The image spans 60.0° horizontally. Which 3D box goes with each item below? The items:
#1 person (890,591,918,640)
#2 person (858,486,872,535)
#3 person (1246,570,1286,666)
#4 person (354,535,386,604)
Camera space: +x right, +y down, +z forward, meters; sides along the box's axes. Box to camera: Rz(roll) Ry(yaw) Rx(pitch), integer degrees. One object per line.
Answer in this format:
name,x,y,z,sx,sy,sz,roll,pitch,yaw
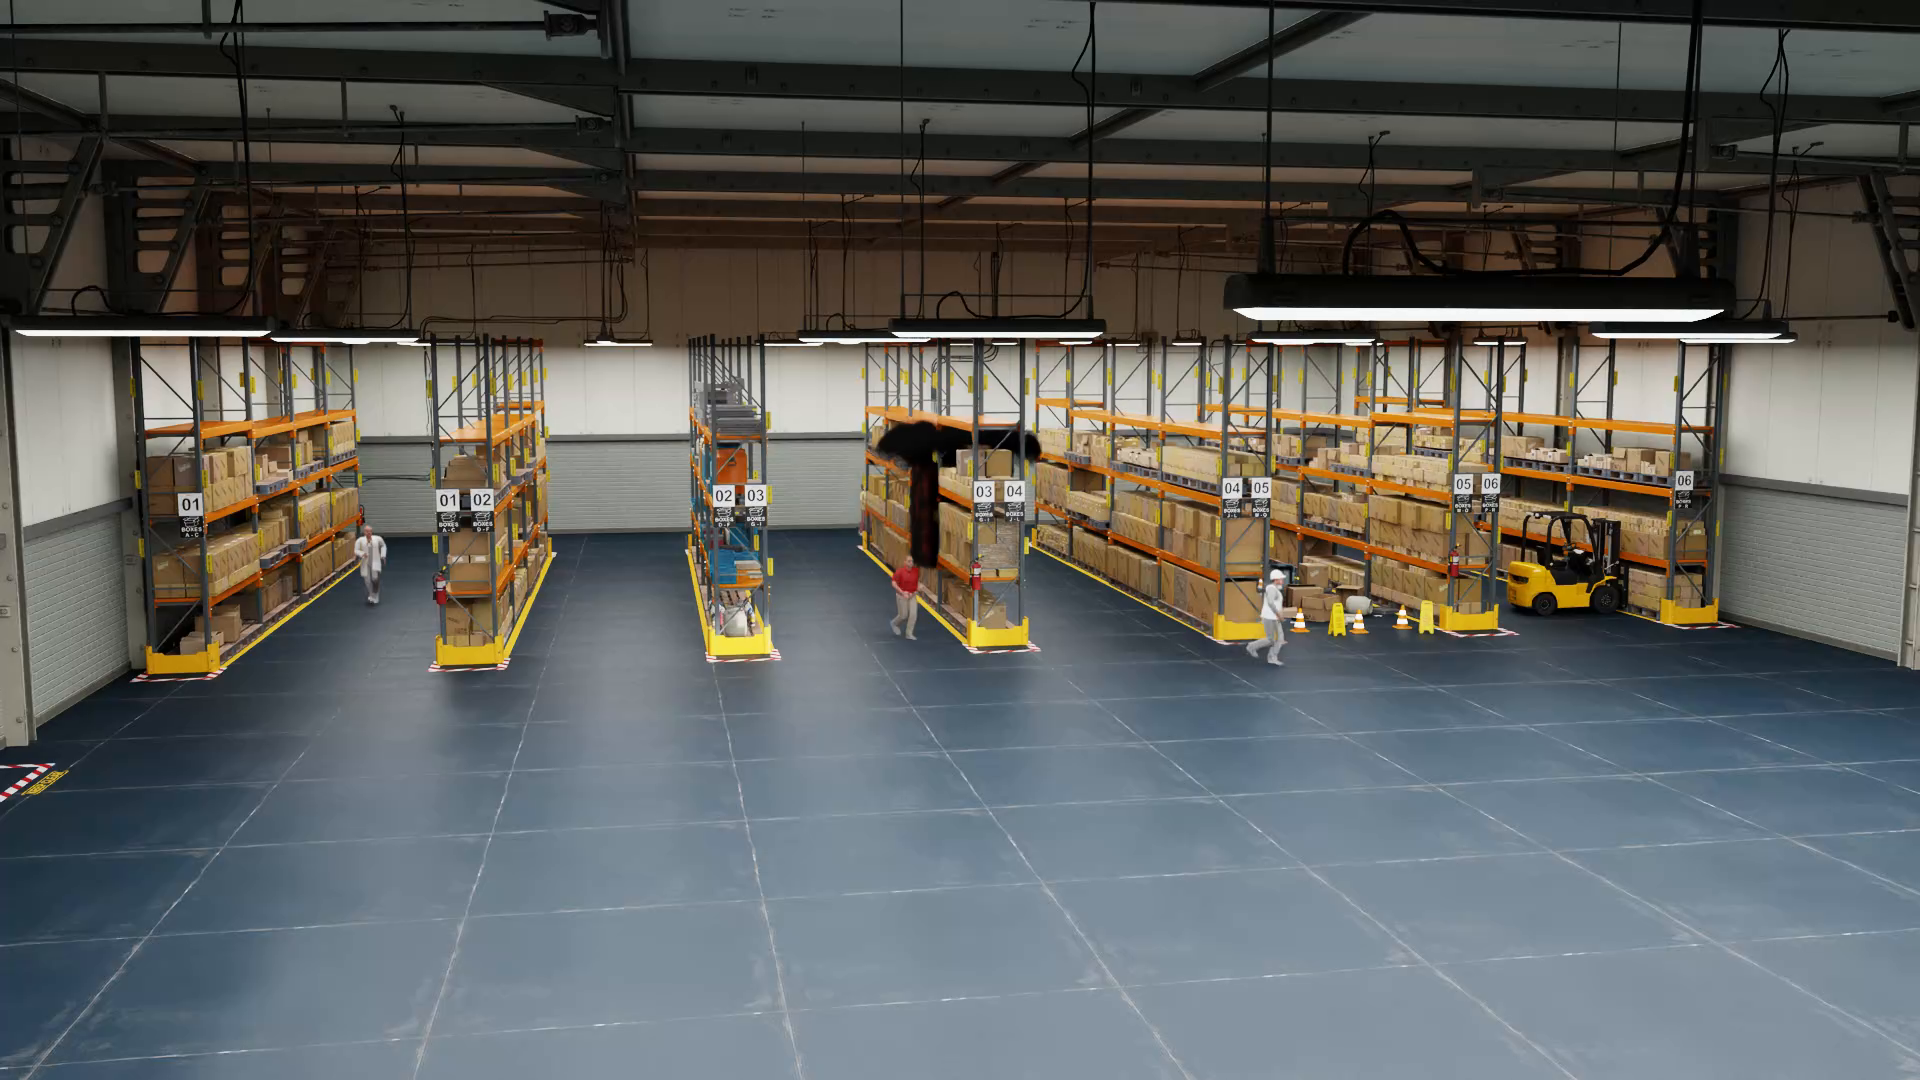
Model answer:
person,-1.089,1.441,32.963,0.410,1.040,0.766,-4,8,-30
person,-2.874,-0.919,50.754,0.570,1.700,0.698,-6,9,-42
person,5.570,1.405,30.292,0.705,1.749,0.446,3,7,22
person,-13.294,0.664,37.516,0.653,1.562,0.714,-2,7,-14
